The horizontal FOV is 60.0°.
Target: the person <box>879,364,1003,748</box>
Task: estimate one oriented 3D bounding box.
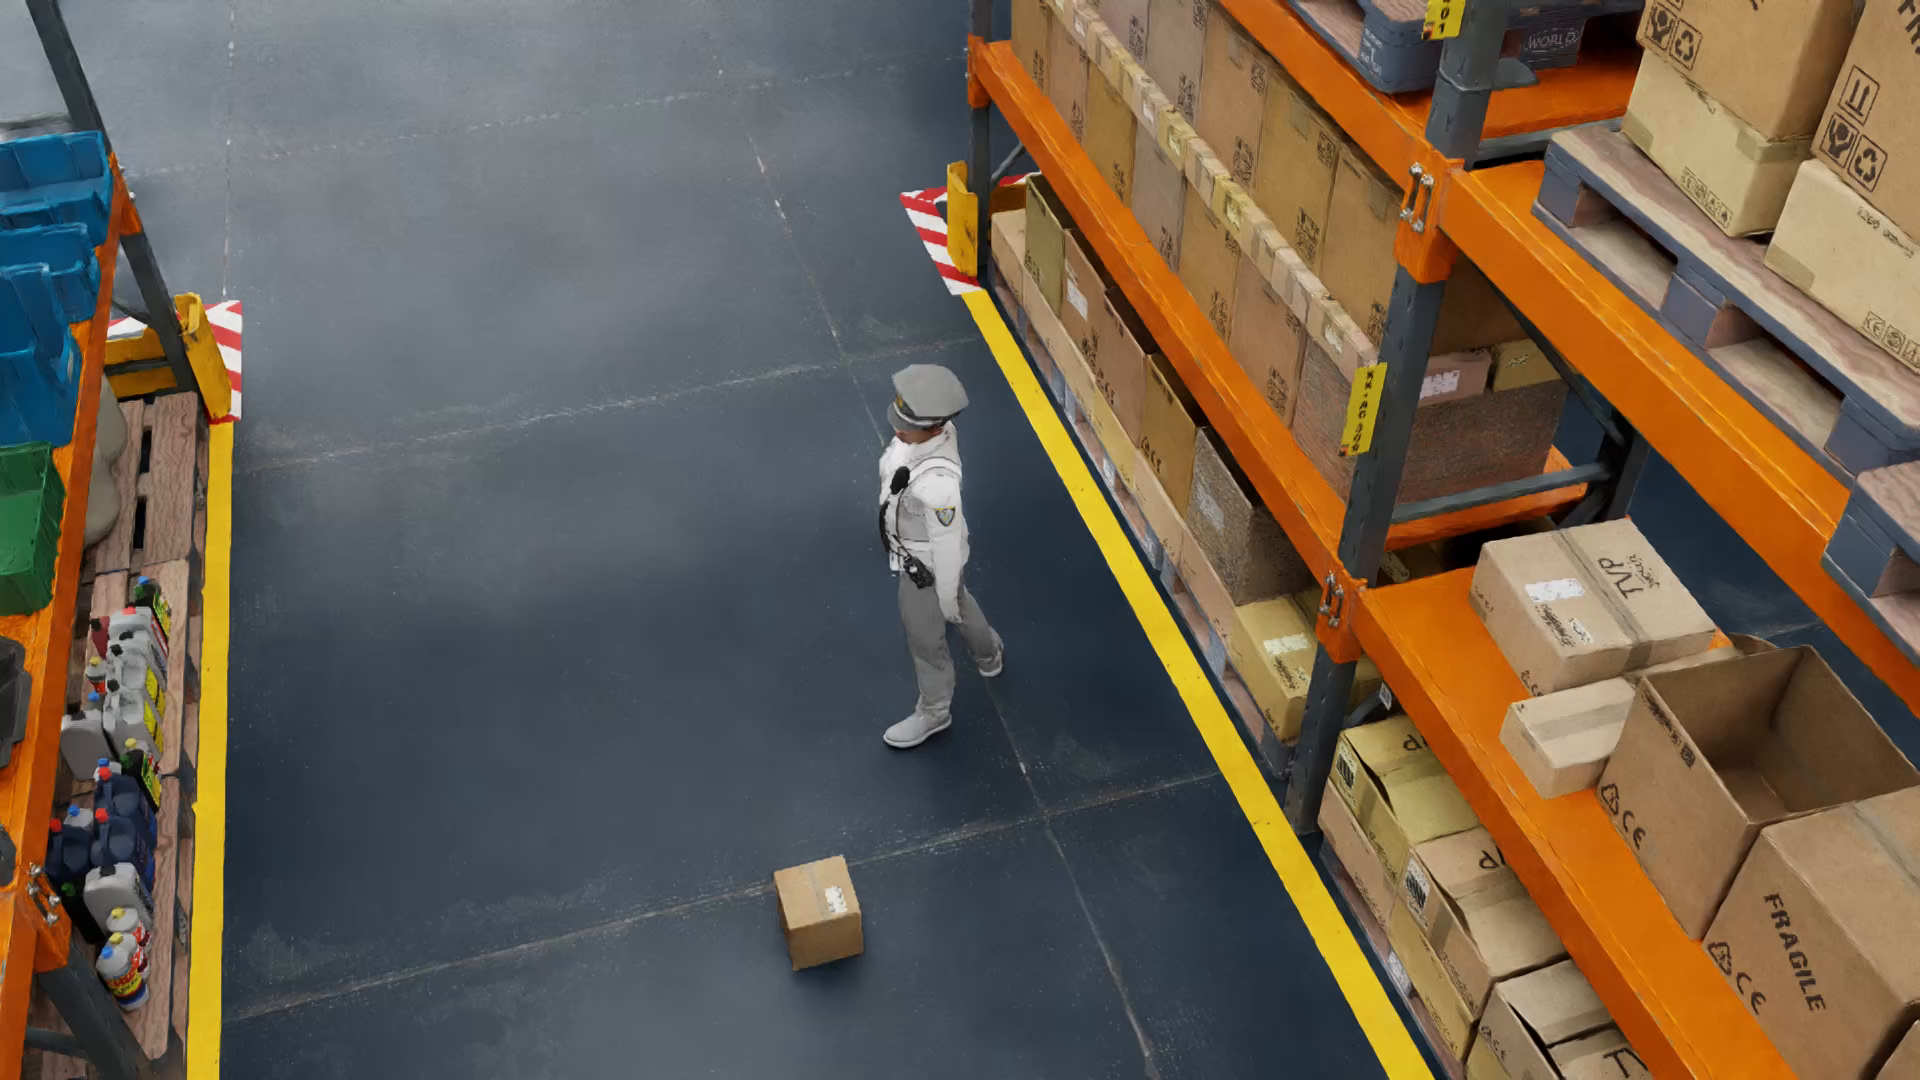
[{"bbox_3d":[-0.060,0.002,6.152,0.473,1.669,0.643,0,42,0],"label":"person"}]
